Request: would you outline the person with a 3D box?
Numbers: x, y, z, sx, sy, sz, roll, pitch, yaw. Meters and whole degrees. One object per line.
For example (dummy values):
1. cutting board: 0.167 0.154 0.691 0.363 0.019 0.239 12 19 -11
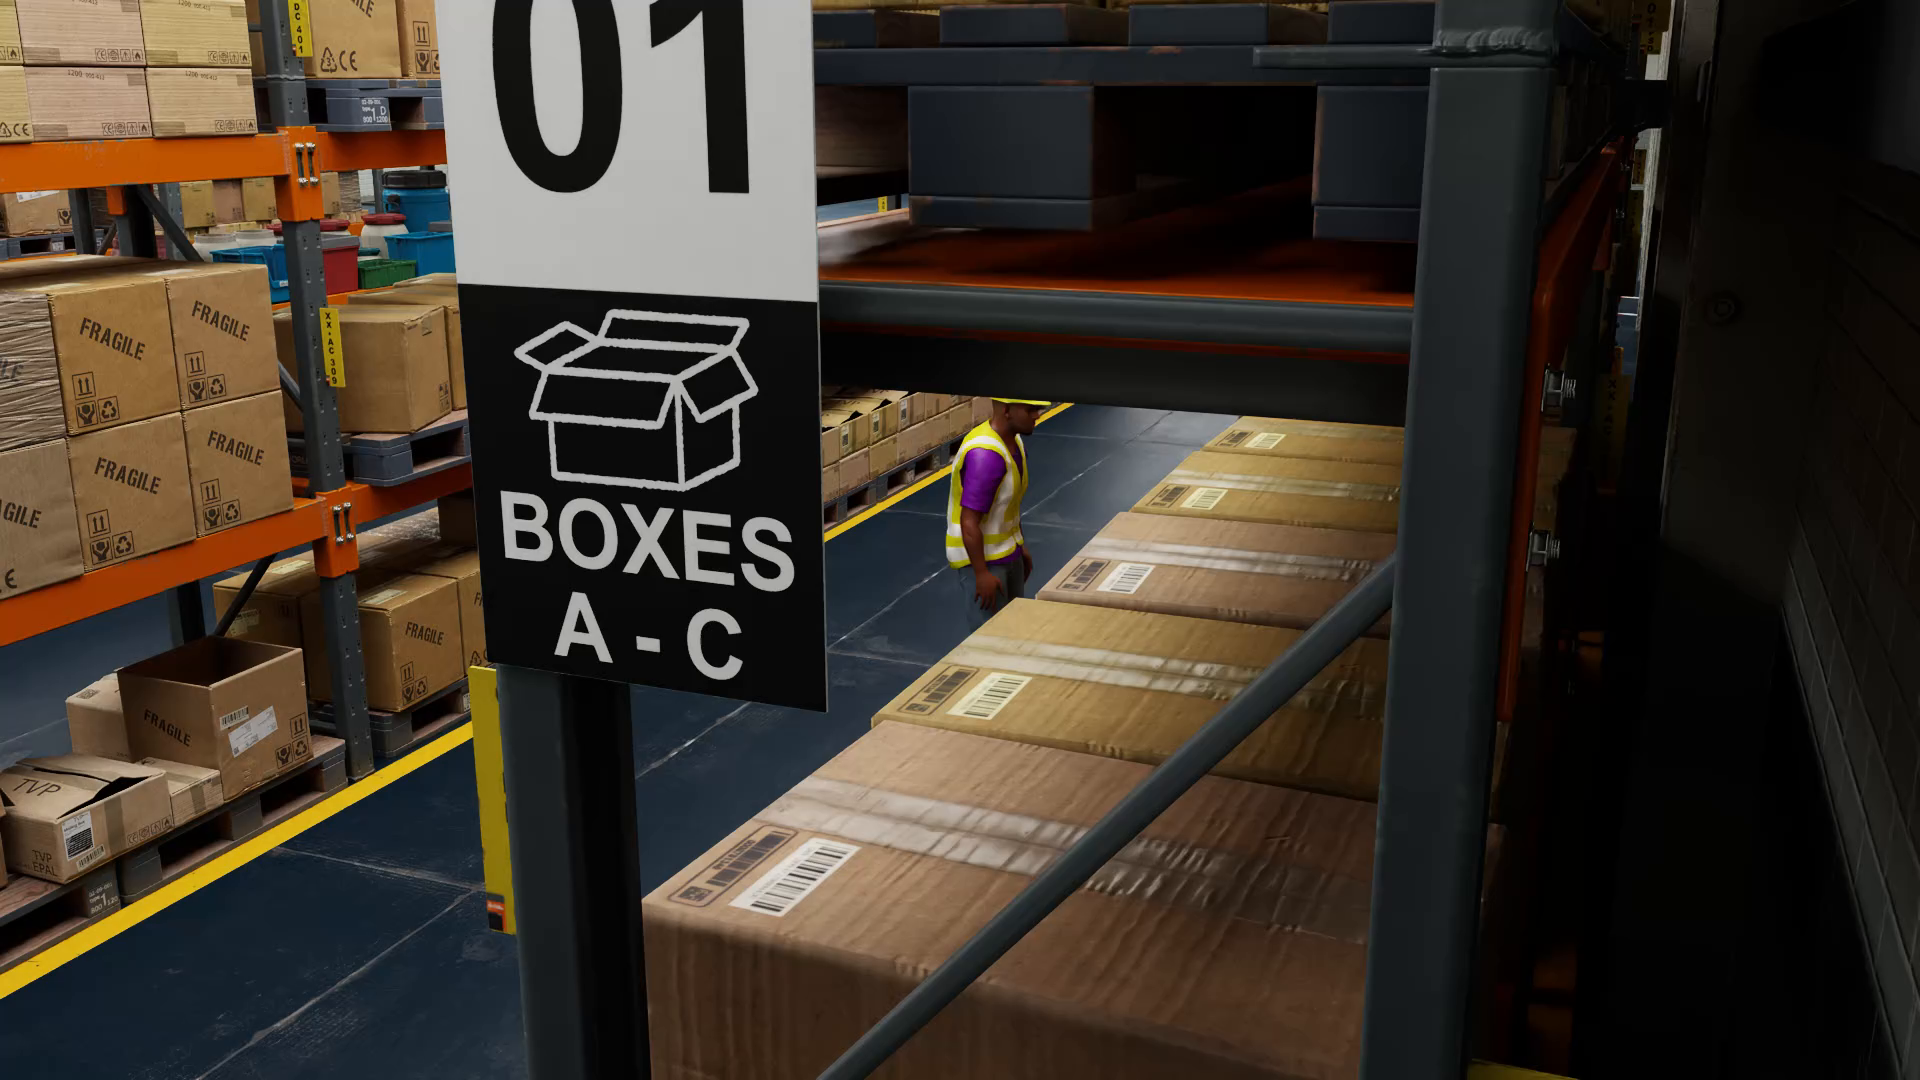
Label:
1. person: 0.179 0.091 7.654 0.458 1.761 0.638 5 16 19
